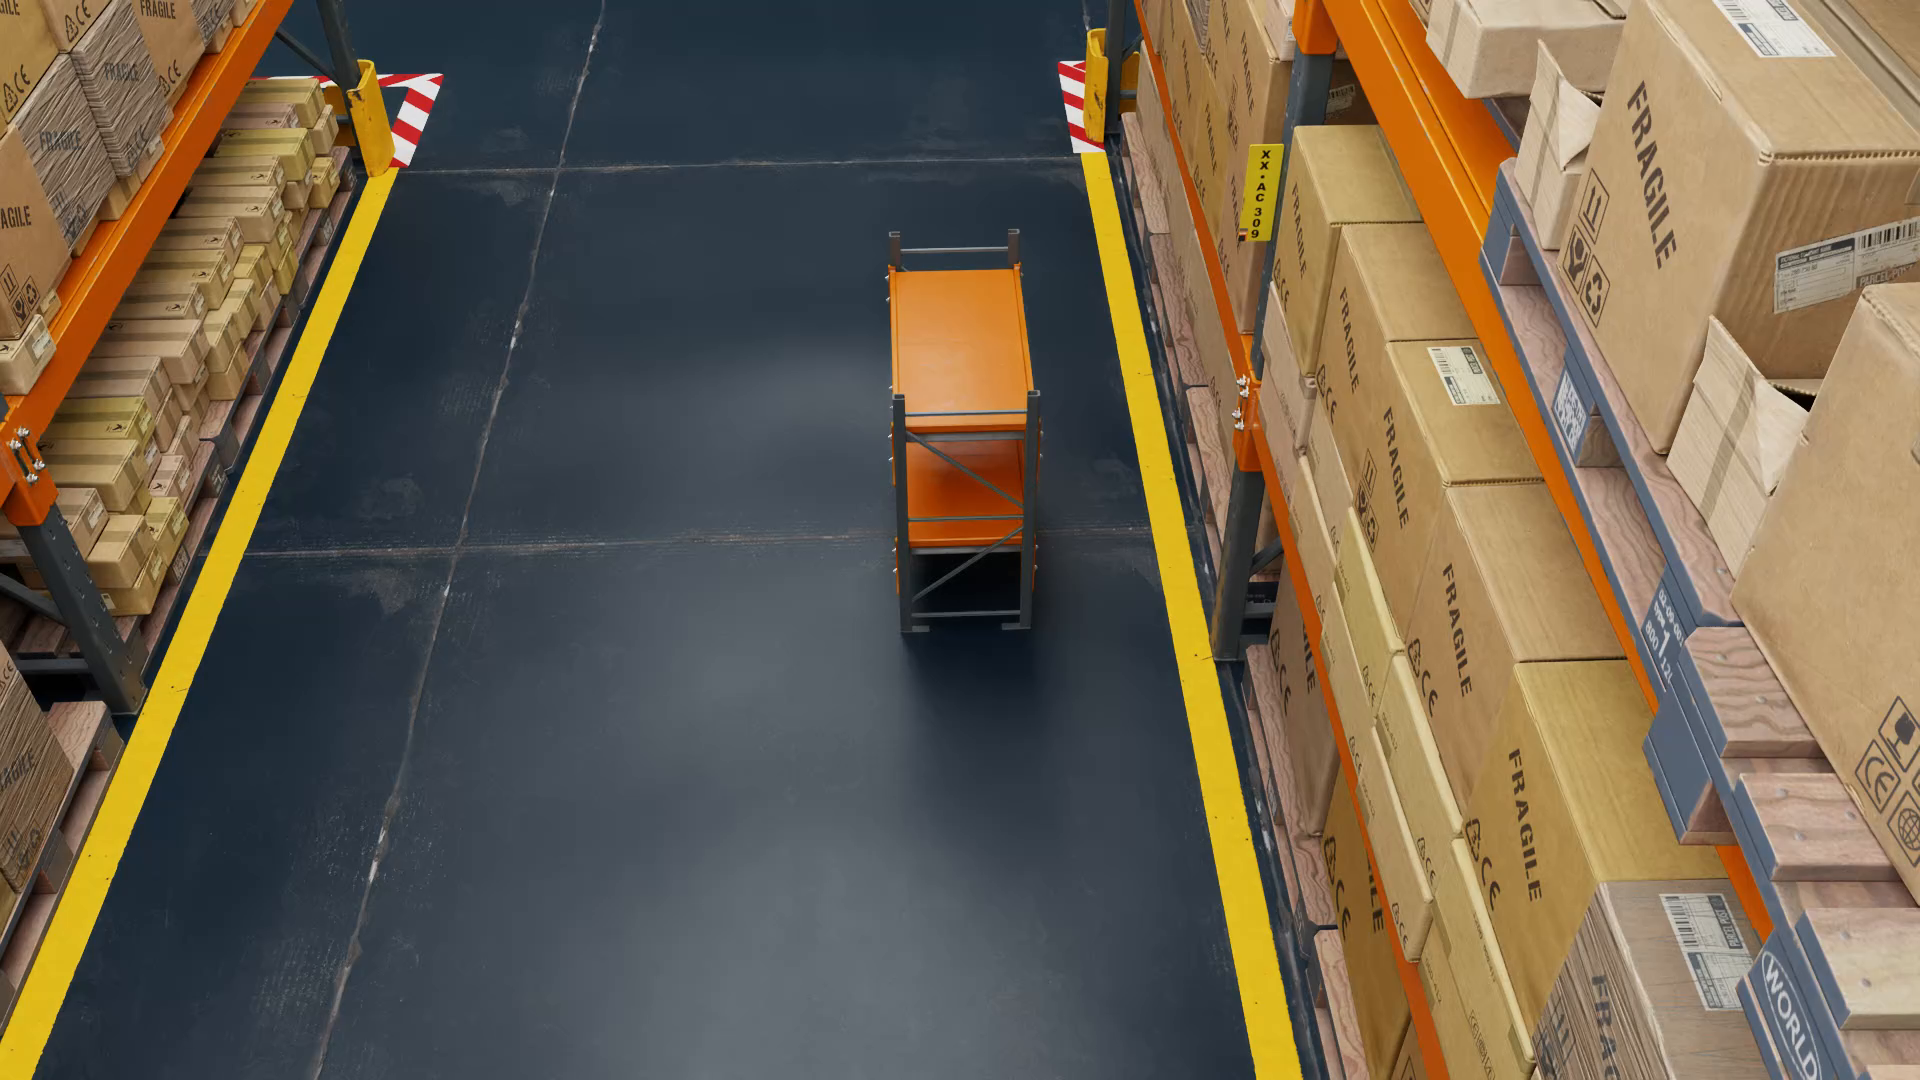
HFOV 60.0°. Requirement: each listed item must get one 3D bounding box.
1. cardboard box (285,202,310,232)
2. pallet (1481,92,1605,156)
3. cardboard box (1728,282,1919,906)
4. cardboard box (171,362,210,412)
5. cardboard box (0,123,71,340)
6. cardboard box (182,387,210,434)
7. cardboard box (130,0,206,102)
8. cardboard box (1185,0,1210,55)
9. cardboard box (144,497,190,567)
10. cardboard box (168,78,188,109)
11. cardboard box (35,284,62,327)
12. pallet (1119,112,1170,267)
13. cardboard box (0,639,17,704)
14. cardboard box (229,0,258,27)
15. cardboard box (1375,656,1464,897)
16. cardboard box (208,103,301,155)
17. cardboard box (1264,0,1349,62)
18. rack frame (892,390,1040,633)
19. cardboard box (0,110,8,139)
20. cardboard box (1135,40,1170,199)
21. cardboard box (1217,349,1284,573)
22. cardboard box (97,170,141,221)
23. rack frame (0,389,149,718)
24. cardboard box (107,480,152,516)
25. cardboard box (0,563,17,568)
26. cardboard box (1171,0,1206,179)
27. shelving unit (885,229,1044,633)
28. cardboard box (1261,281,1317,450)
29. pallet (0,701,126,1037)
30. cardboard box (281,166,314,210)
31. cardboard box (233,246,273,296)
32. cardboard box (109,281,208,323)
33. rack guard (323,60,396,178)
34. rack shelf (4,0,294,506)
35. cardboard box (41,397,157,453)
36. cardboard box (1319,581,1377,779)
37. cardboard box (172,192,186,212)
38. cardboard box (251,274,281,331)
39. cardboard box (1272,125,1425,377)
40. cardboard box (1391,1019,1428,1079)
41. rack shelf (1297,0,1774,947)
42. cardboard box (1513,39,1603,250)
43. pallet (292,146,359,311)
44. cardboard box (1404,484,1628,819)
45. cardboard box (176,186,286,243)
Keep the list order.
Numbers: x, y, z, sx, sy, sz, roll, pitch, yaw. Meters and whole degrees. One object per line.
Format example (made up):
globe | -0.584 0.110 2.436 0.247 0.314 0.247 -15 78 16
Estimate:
cardboard box | -3.393 -1.594 8.068 0.380 0.149 0.250 -2 43 -2
pallet | 1.538 -1.118 3.672 0.805 0.209 1.217 -3 43 -4
cardboard box | 1.388 0.039 1.882 0.700 0.500 0.500 -4 43 -4
cardboard box | -3.331 -0.658 6.827 0.380 0.149 0.250 0 43 0
cardboard box | -3.261 -0.979 5.303 0.500 0.500 0.500 -2 43 -3
cardboard box | -3.367 -0.546 6.925 0.380 0.149 0.250 -3 43 -4
cardboard box | -3.326 -2.015 6.434 0.500 0.500 0.500 0 43 0
cardboard box | 1.110 -2.103 6.010 0.500 0.500 0.500 -1 43 -1
cardboard box | -3.197 -0.029 6.361 0.380 0.149 0.250 0 43 -1
cardboard box | -3.371 -1.835 6.718 0.380 0.149 0.250 -1 43 -1
cardboard box | -3.262 -0.771 5.557 0.380 0.149 0.250 0 43 -1
pallet | 1.392 -1.836 8.596 1.003 0.211 1.213 -2 43 -2
cardboard box | -3.207 0.495 4.974 0.500 0.250 0.500 -3 43 -3
cardboard box | -3.332 -2.377 7.309 0.380 0.149 0.250 -1 43 -1
cardboard box | 1.255 0.509 3.715 0.500 0.250 0.500 -3 43 -3
cardboard box | -3.432 -1.993 8.063 0.380 0.149 0.250 -1 43 -1
cardboard box | 1.119 -1.544 4.921 0.380 0.149 0.250 -2 43 -3
rack frame | 0.021 -0.076 6.000 0.500 1.125 0.032 -2 43 -2
cardboard box | -3.267 -1.317 4.933 0.500 0.500 0.500 -1 43 -1
cardboard box | 1.408 -2.169 8.481 0.875 0.438 0.875 -3 43 -3
cardboard box | 1.531 -0.338 6.484 0.875 0.438 0.875 -2 43 -2
cardboard box | -3.276 -1.305 6.140 0.380 0.149 0.250 -1 43 -1
rack frame | -3.491 -0.490 5.065 1.000 3.000 0.127 -2 43 -2
cardboard box | -3.287 -0.126 6.247 0.380 0.149 0.250 -1 43 -1
cardboard box | -3.776 -0.027 6.359 0.380 0.149 0.250 -1 43 -1
cardboard box | 1.112 -1.730 6.343 0.500 0.500 0.500 -2 43 -2
shelving unit | 0.000 -0.419 6.375 0.538 1.125 1.048 -2 43 -2
cardboard box | 1.187 -0.525 4.843 0.500 0.250 0.500 -3 43 -3
pallet | -3.457 1.063 5.434 1.003 0.211 1.213 -2 43 -2
cardboard box | -3.330 -1.705 7.970 0.380 0.149 0.250 -3 43 -4
cardboard box | -3.303 -1.183 7.399 0.380 0.149 0.250 0 43 0
cardboard box | -3.369 -0.940 6.915 0.380 0.149 0.250 -3 43 -4
rack guard | -3.658 -2.218 8.800 1.175 0.500 0.348 -2 43 -2
rack shelf | -3.576 -1.575 6.781 1.077 0.370 4.000 -2 43 -2
cardboard box | -3.311 -0.409 6.335 0.380 0.149 0.250 -2 43 -2
cardboard box | 1.234 0.355 4.254 0.500 0.250 0.500 -2 43 -2
cardboard box | -3.841 -1.694 7.957 0.380 0.149 0.250 -1 43 -1
cardboard box | -3.305 -1.072 7.499 0.380 0.149 0.250 -1 43 -1
cardboard box | 1.181 -0.801 4.590 0.500 0.500 0.500 -1 43 -1
cardboard box | 1.640 1.557 4.093 0.875 0.875 0.875 -1 43 -1
rack shelf | 1.535 -0.191 3.051 1.077 0.370 4.000 -2 43 -2
cardboard box | 1.178 -0.668 2.828 0.396 0.266 0.258 2 43 2
pallet | -3.659 -1.562 8.298 1.003 0.211 1.213 -2 43 -2
cardboard box | 1.278 0.229 3.466 0.500 0.500 0.500 -2 43 -2
cardboard box | -3.280 -1.465 7.487 0.380 0.149 0.250 0 43 0
